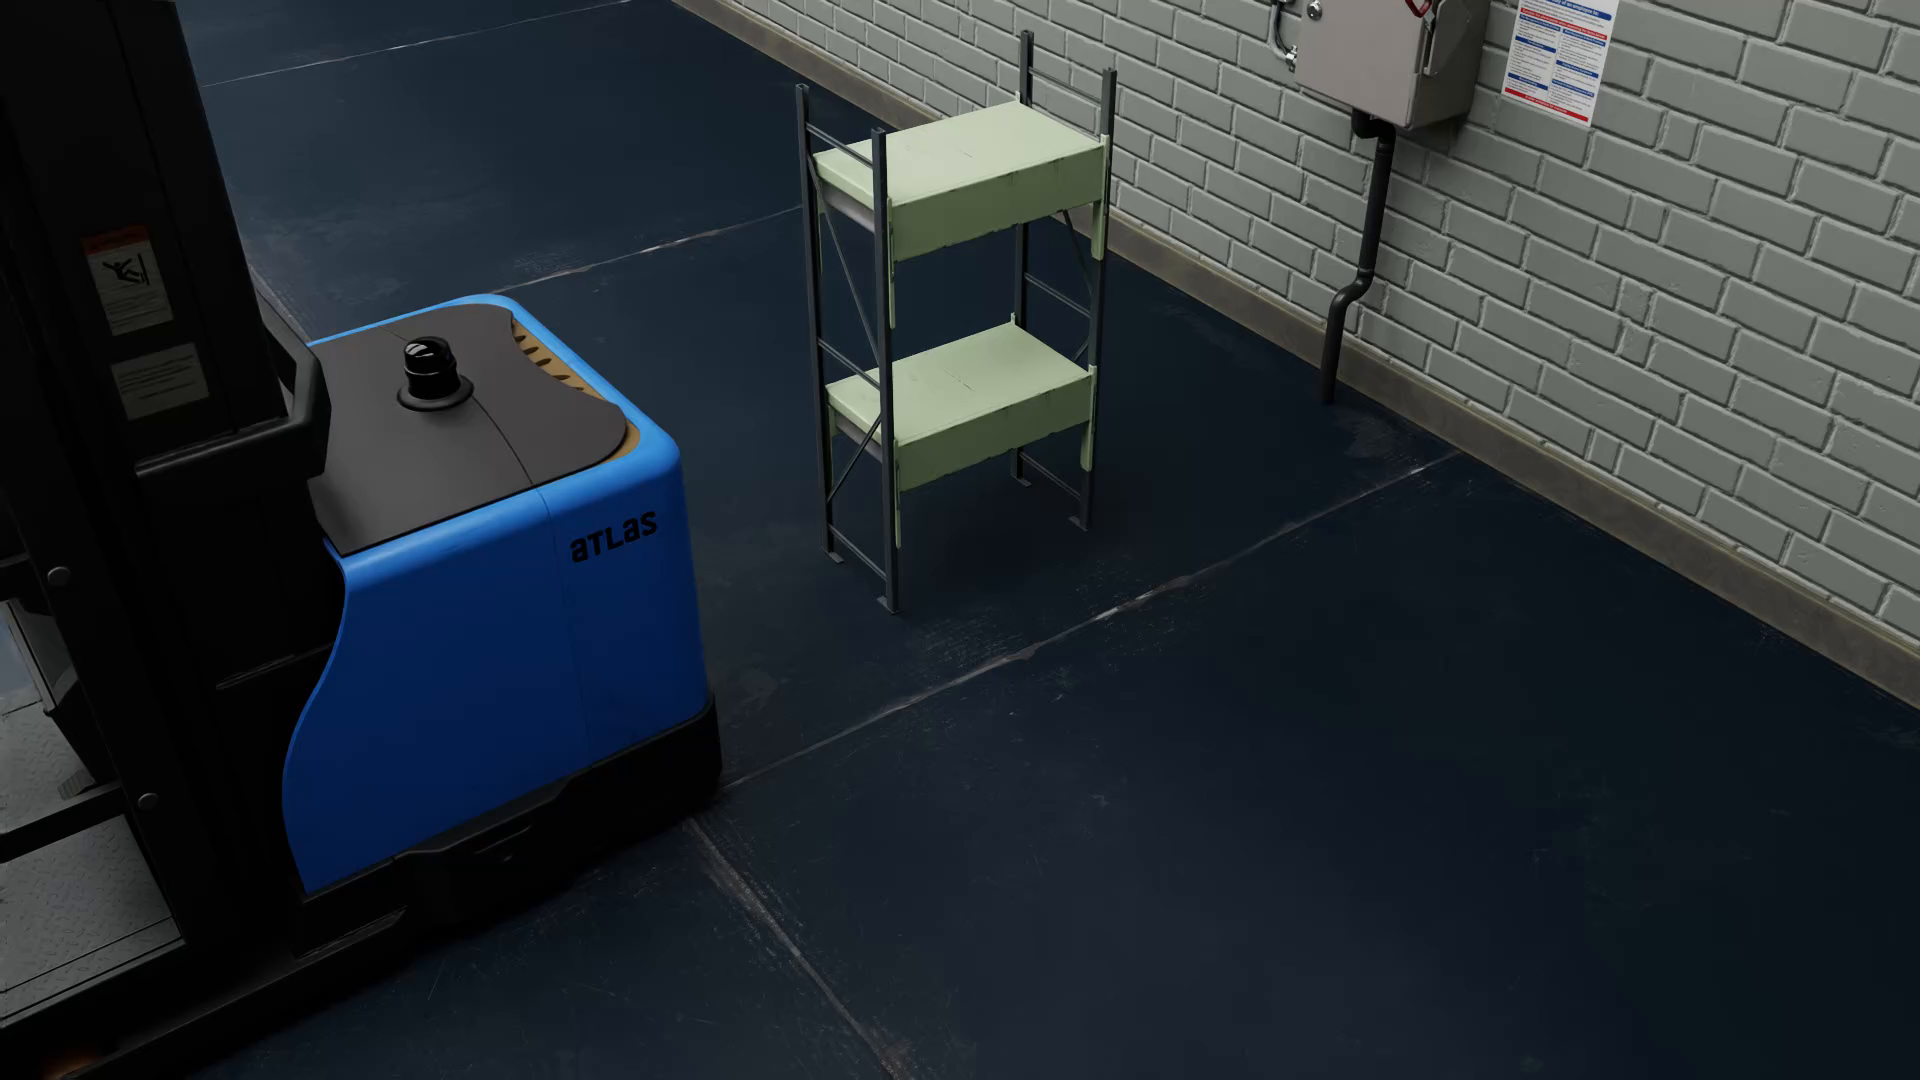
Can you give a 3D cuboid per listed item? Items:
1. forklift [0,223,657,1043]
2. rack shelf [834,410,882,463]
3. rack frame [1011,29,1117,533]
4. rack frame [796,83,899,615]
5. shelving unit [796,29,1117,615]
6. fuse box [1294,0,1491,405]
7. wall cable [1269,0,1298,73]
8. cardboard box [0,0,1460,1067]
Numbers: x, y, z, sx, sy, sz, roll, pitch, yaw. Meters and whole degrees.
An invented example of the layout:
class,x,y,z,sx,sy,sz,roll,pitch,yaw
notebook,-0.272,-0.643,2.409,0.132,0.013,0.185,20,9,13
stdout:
class,x,y,z,sx,sy,sz,roll,pitch,yaw
forklift,-2.141,-0.191,3.081,2.937,2.843,1.107,-24,42,-29
rack shelf,-0.005,-0.400,4.958,0.664,0.071,0.332,-22,41,-28
rack frame,0.294,-0.730,4.980,0.023,1.500,0.400,-22,41,-28
rack frame,-0.305,-0.484,4.638,0.023,1.500,0.400,-22,41,-28
shelving unit,-0.005,-0.607,4.809,0.755,1.500,0.400,-22,41,-28
fuse box,1.294,-1.168,5.408,0.414,1.711,0.539,-22,41,-28
wall cable,1.030,-2.482,5.262,0.122,1.984,0.588,-22,41,-28
cardboard box,-5.440,-0.091,4.049,13.522,1.550,6.103,-23,42,-29
